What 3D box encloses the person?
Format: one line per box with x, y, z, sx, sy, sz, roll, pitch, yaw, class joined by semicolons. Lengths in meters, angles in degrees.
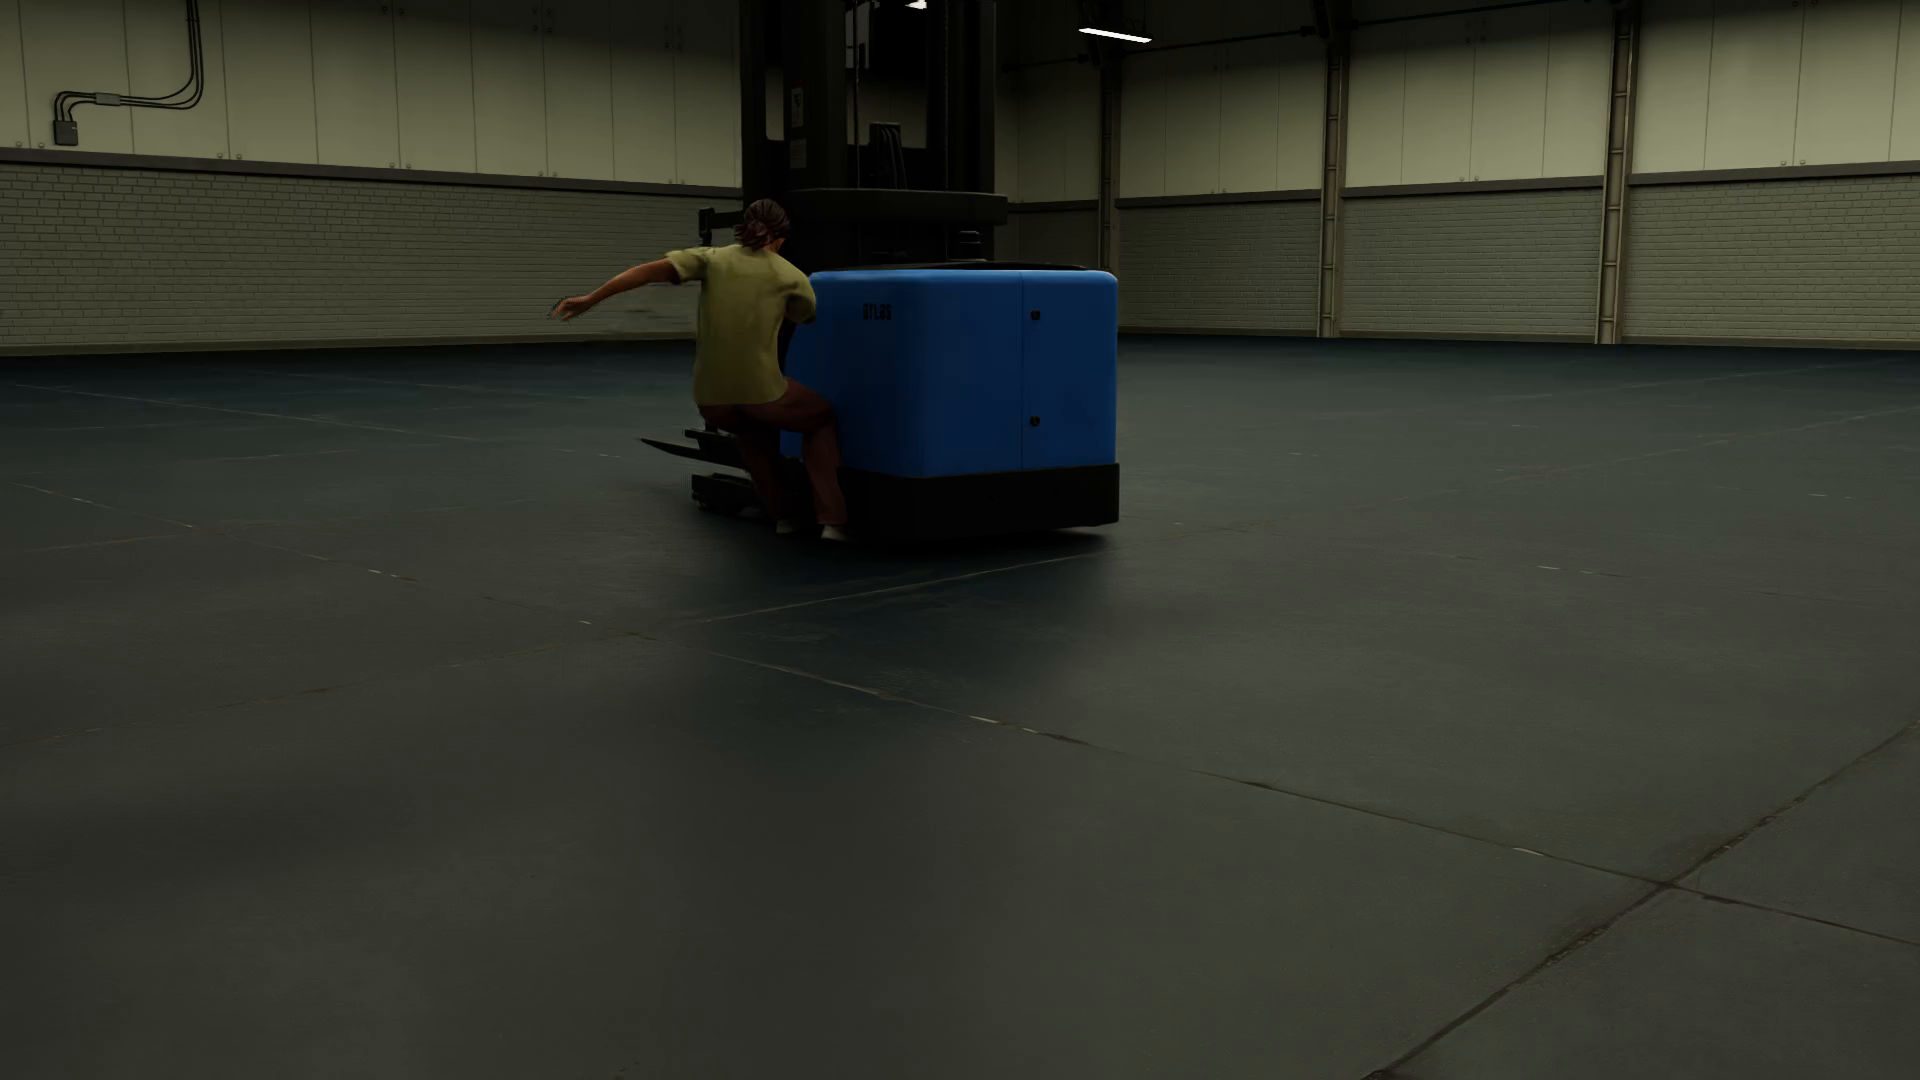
-0.912;-0.619;6.455;1.093;1.380;0.908;1;9;4;person

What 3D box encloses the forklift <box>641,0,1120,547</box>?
-0.578;-1.599;7.492;1.130;2.935;3.031;-6;10;-32;forklift
